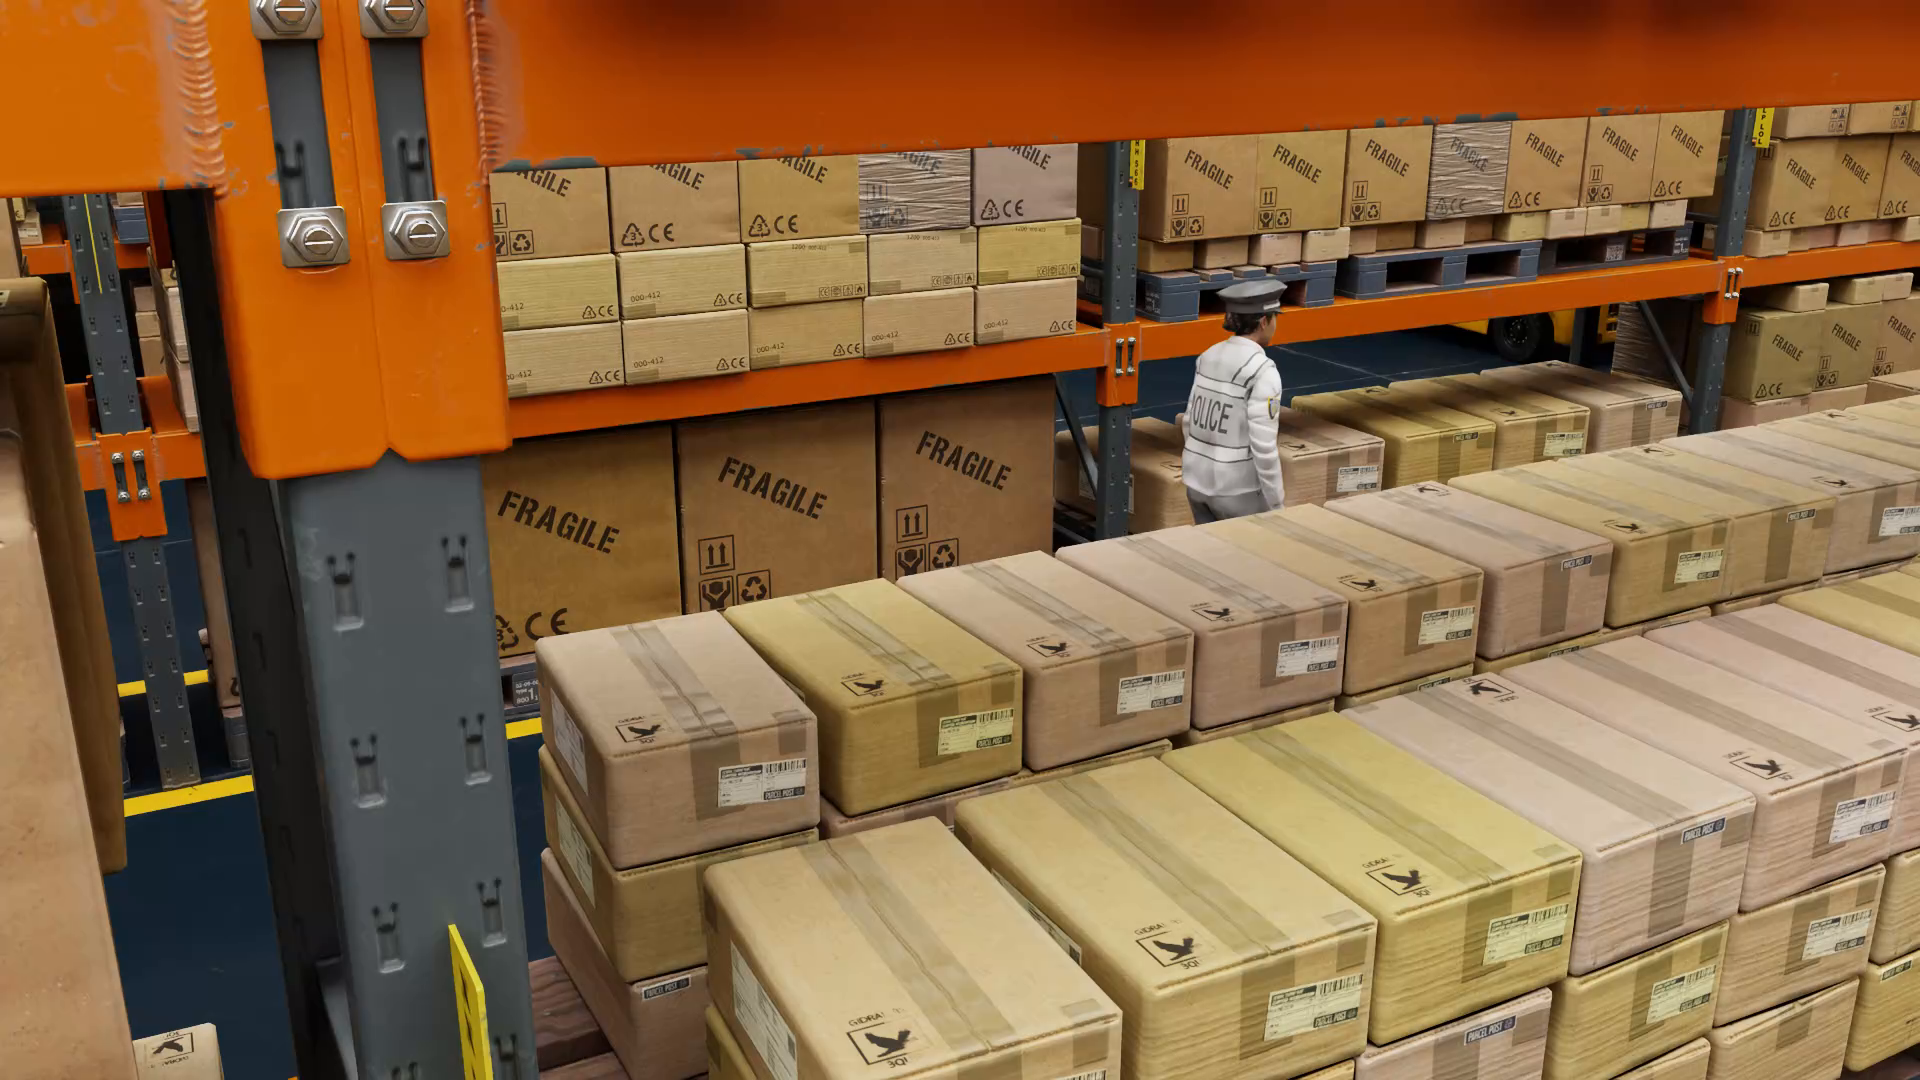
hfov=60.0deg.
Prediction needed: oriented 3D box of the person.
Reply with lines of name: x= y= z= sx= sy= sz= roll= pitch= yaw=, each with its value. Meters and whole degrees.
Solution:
person: x=1.092 y=-0.194 z=6.632 sx=0.379 sy=1.663 sz=0.536 roll=-10 pitch=21 yaw=-28
